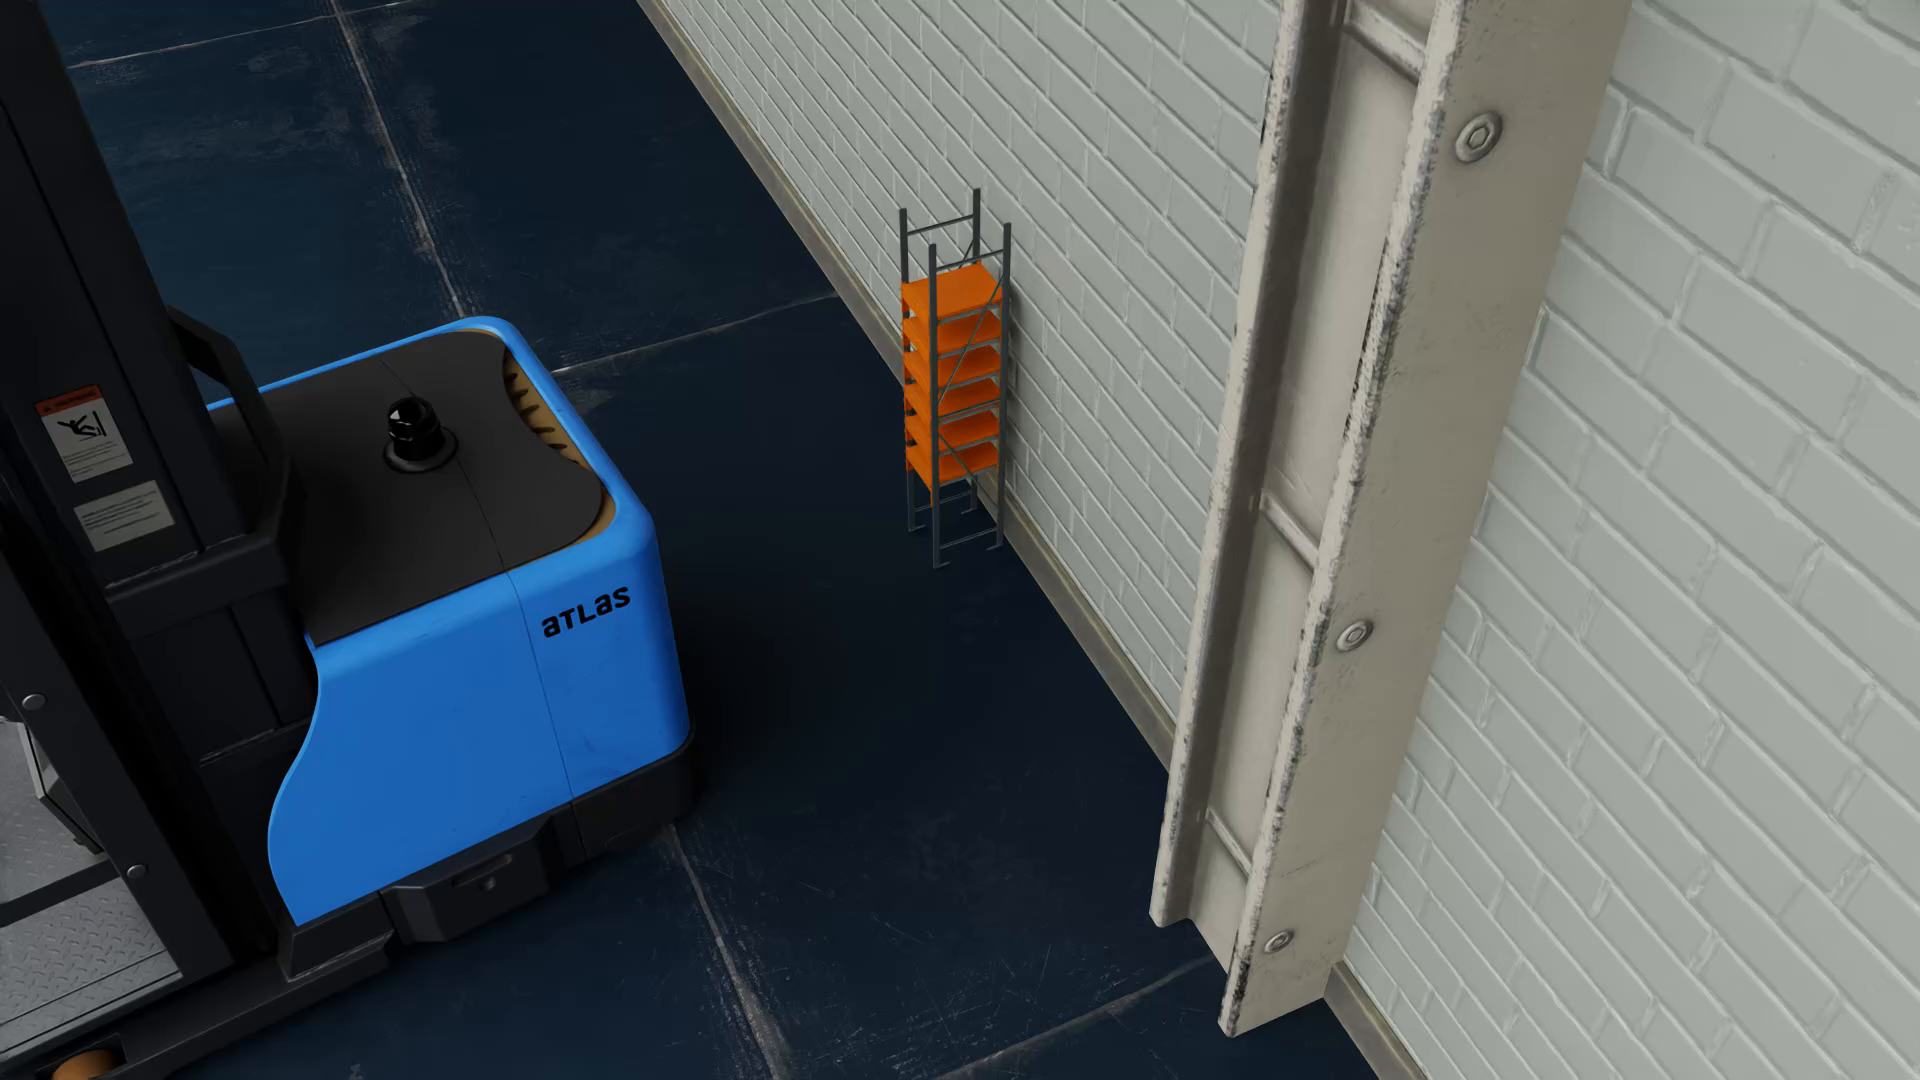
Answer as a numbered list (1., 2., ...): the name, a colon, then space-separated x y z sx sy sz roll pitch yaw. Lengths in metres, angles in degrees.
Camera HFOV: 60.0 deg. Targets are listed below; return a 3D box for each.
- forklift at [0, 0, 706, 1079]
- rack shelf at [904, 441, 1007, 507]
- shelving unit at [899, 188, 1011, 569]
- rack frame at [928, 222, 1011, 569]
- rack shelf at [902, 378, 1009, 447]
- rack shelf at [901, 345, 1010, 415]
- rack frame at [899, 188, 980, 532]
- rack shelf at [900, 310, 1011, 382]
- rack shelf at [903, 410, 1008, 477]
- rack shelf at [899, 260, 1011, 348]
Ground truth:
1. forklift: -2.206 -0.051 3.215 3.031 2.935 1.130 -24 49 -22
2. rack shelf: -0.014 -0.230 5.034 0.258 0.103 0.180 -19 48 -18
3. shelving unit: -0.014 -0.432 4.834 0.258 1.200 0.189 -19 48 -18
4. rack frame: 0.026 -0.374 4.775 0.240 1.200 0.006 -19 48 -18
5. rack shelf: -0.014 -0.401 4.865 0.258 0.103 0.180 -19 48 -18
6. rack shelf: -0.014 -0.486 4.781 0.258 0.103 0.180 -19 48 -18
7. rack frame: -0.054 -0.490 4.892 0.240 1.200 0.006 -19 48 -18
8. rack shelf: -0.014 -0.571 4.696 0.258 0.103 0.180 -19 48 -18
9. rack shelf: -0.014 -0.315 4.949 0.258 0.103 0.180 -19 48 -18
10. rack shelf: -0.014 -0.657 4.612 0.258 0.103 0.180 -19 48 -18
